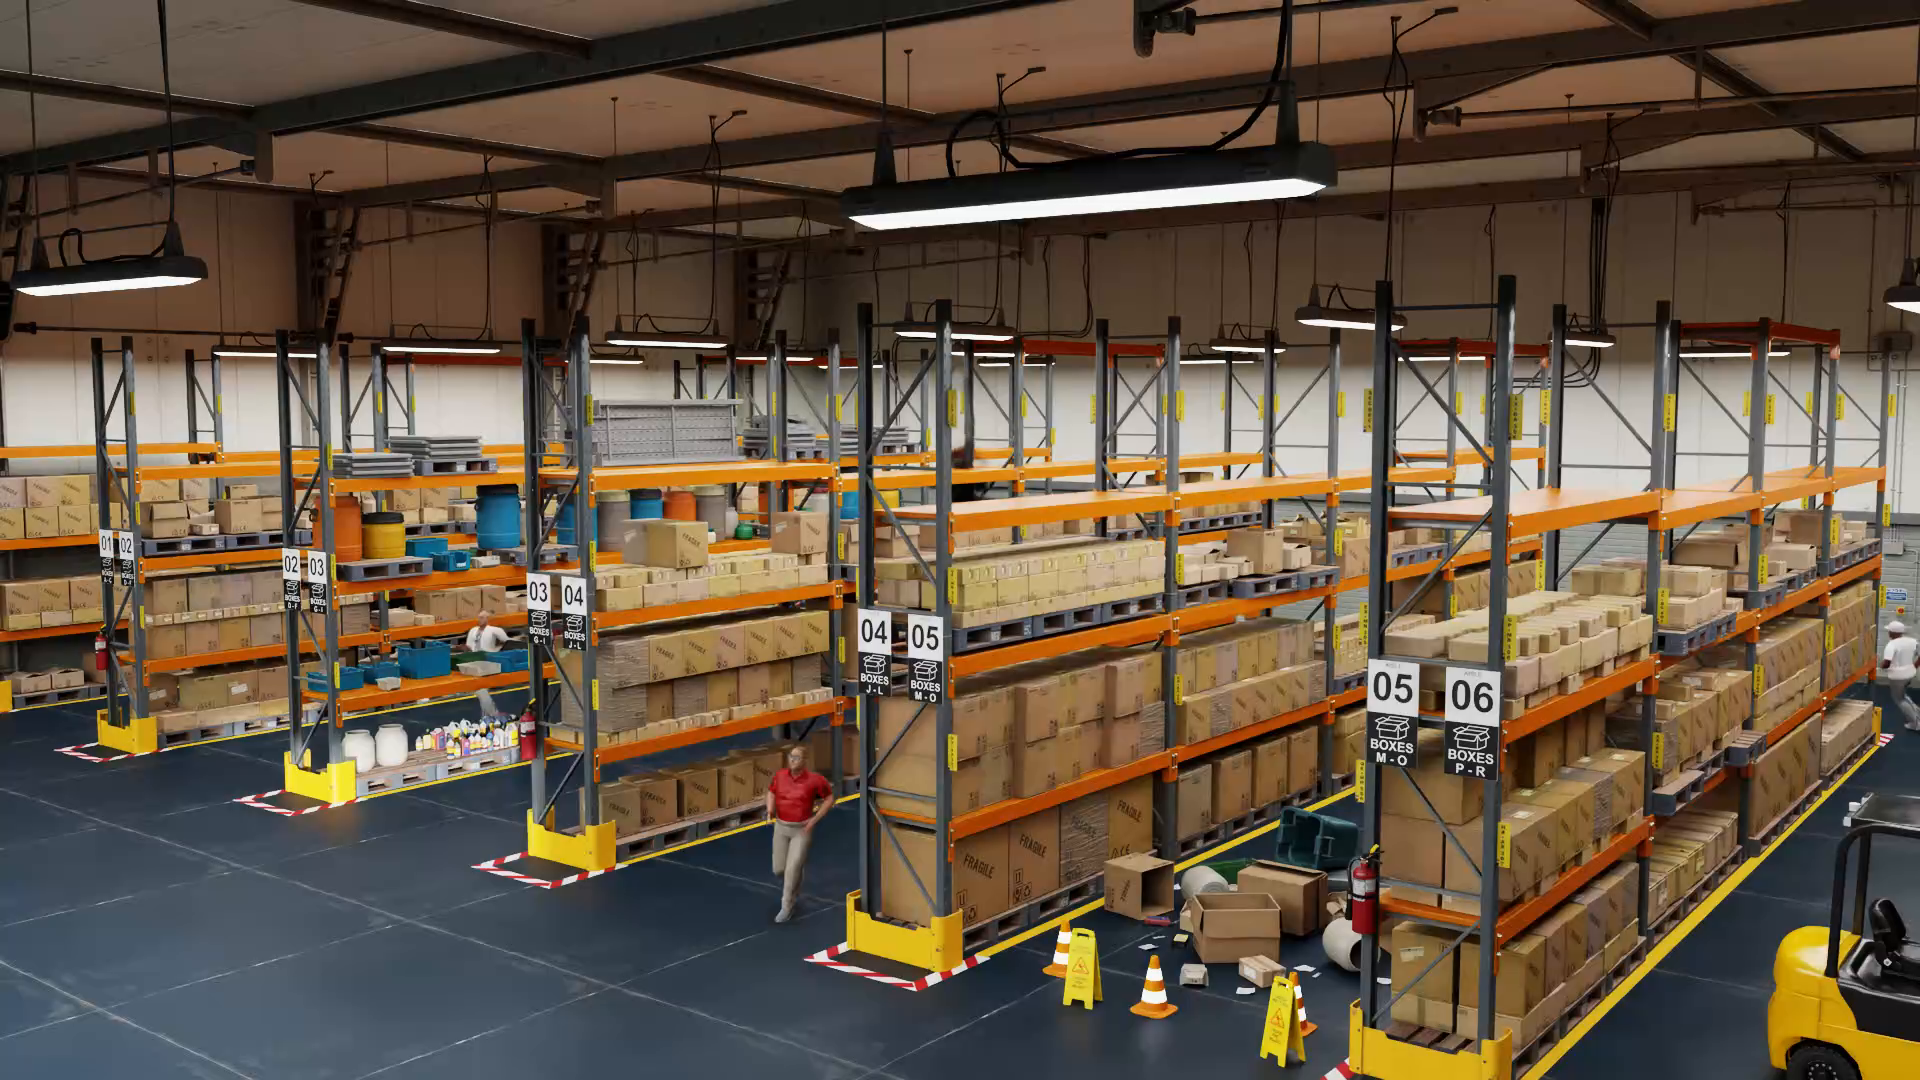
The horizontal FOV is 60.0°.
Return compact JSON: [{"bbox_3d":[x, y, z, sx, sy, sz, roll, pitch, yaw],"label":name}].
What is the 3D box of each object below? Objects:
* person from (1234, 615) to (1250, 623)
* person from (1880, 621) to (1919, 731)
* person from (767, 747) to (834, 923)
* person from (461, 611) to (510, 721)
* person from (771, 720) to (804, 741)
[{"bbox_3d":[4.350,2.048,25.680,0.683,1.815,0.872,3,6,31],"label":"person"},{"bbox_3d":[14.492,2.085,25.672,0.734,1.688,0.528,-2,5,-21],"label":"person"},{"bbox_3d":[-1.602,2.892,16.592,0.685,1.713,0.743,2,5,18],"label":"person"},{"bbox_3d":[-7.487,2.017,26.093,0.685,1.804,0.754,2,5,24],"label":"person"},{"bbox_3d":[-2.524,2.225,24.199,0.593,1.754,0.739,2,6,26],"label":"person"}]
